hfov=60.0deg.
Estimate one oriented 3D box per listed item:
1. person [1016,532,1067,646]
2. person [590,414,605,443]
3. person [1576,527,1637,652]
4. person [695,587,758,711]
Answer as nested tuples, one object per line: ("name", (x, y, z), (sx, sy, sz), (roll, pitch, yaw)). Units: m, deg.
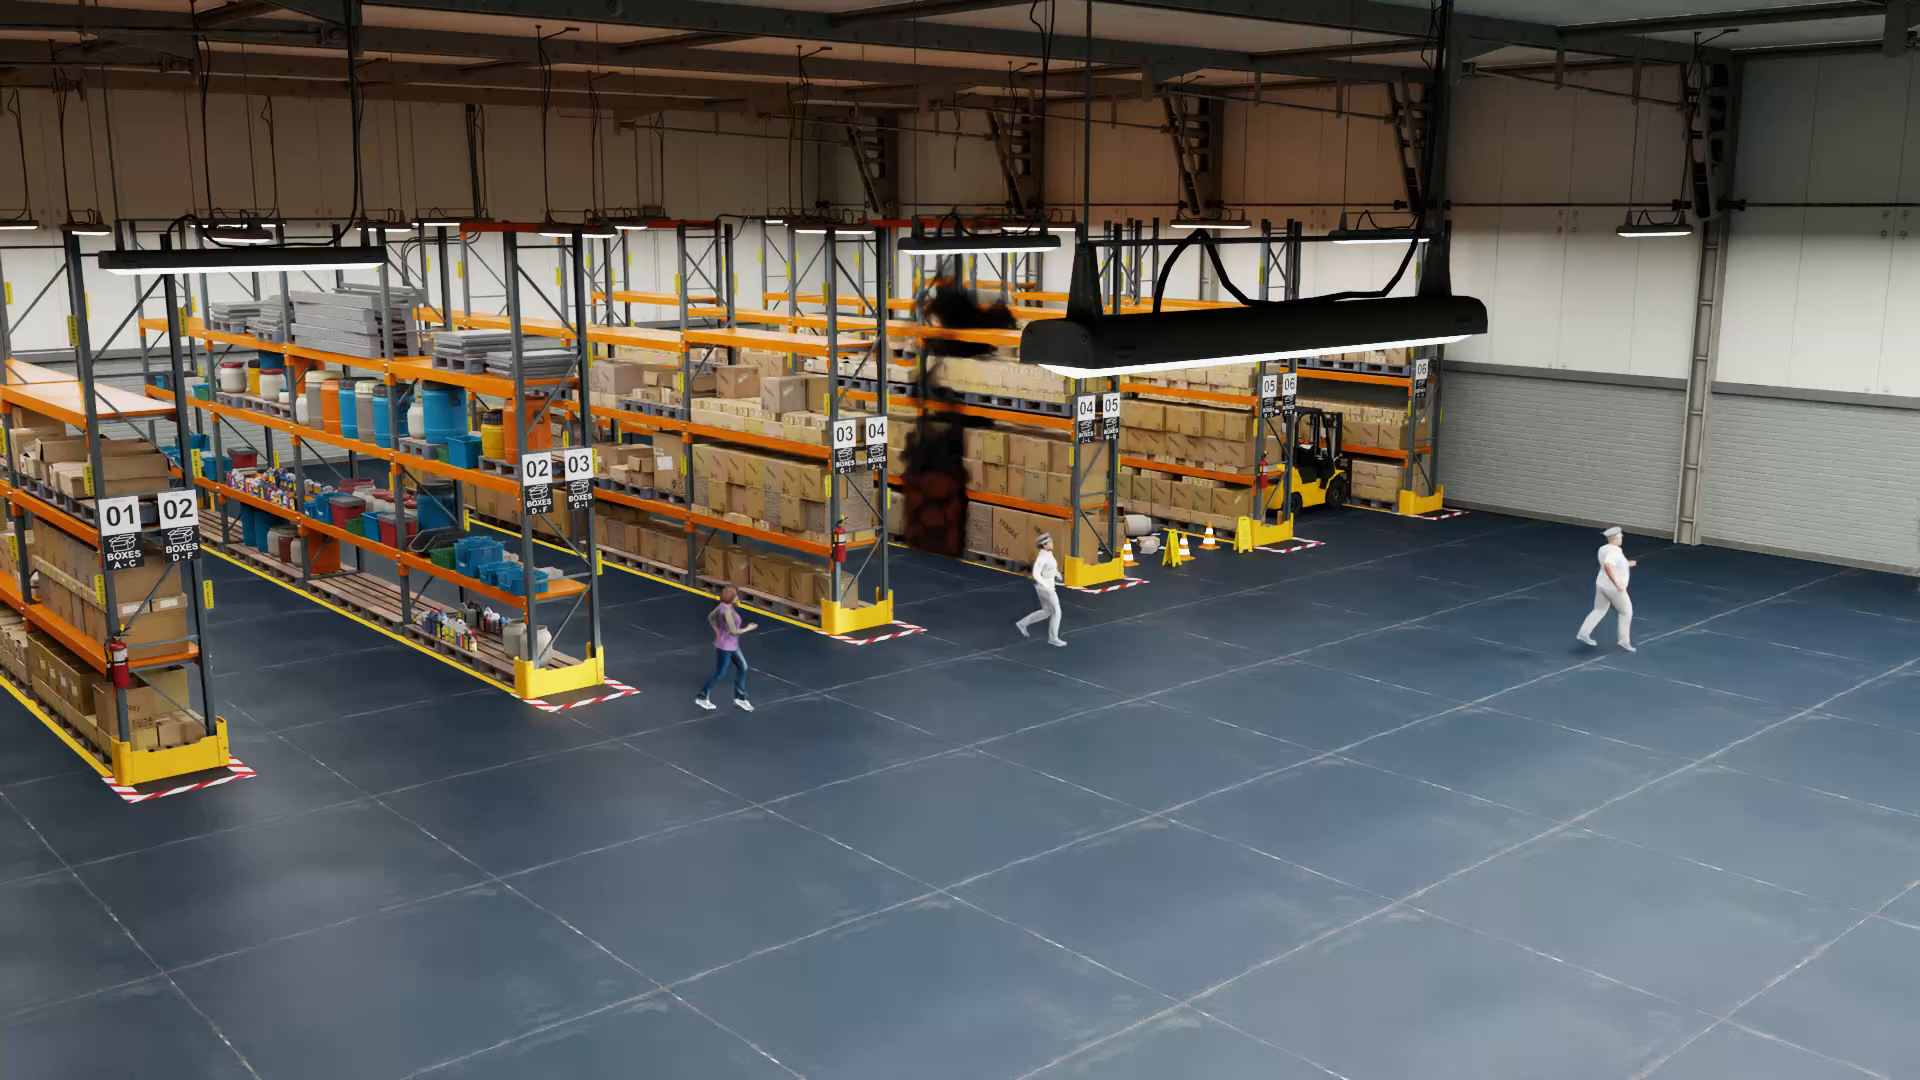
("person", (1.188, 0.711, 24.157), (0.756, 1.696, 0.611), (0, 11, 1))
("person", (-8.290, -1.992, 37.294), (0.712, 1.817, 0.909), (-7, 13, -31))
("person", (9.313, 0.716, 23.825), (0.837, 1.839, 0.640), (-2, 12, -11))
("person", (-2.942, 1.388, 20.915), (0.805, 1.643, 0.507), (-1, 11, -5))
